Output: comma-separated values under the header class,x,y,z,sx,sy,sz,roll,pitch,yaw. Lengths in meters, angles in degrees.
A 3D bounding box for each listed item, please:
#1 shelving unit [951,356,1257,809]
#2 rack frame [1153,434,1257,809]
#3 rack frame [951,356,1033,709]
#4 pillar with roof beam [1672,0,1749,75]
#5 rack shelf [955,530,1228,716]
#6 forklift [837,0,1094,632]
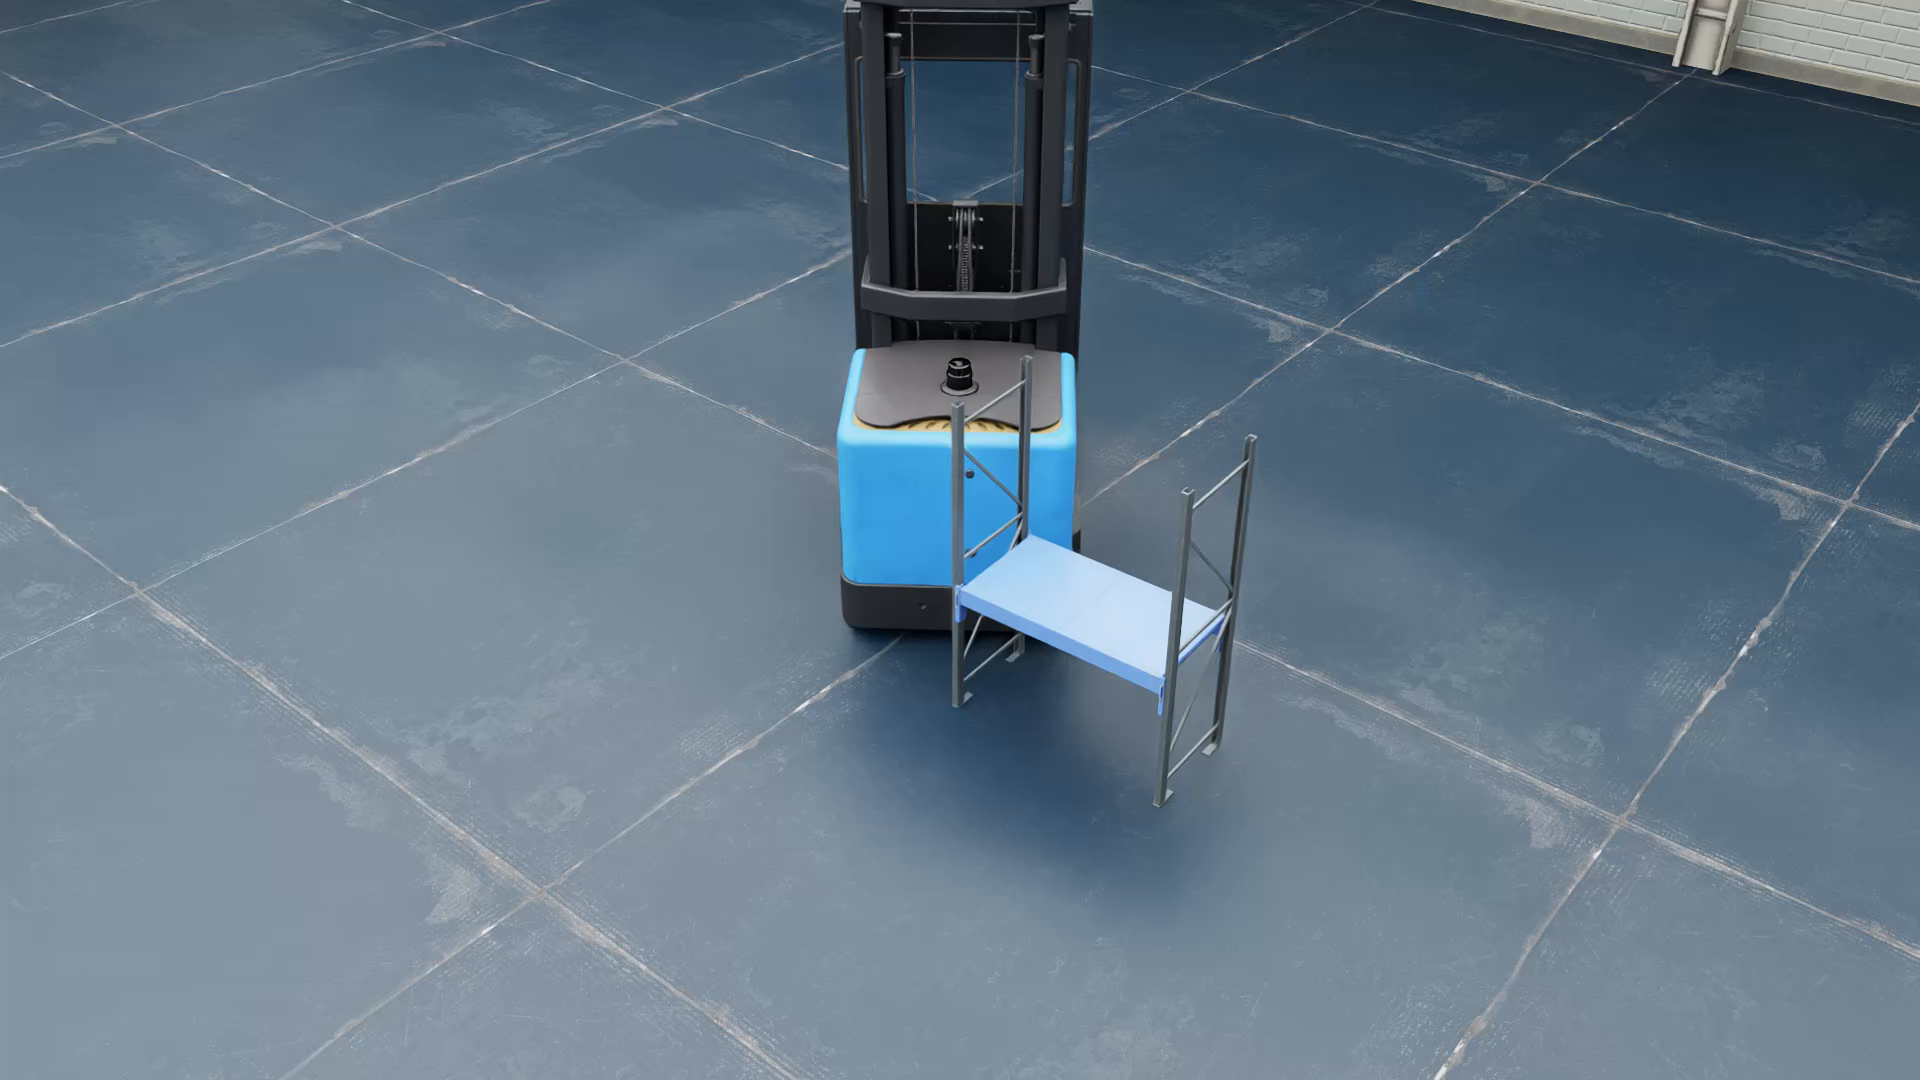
class,x,y,z,sx,sy,sz,roll,pitch,yaw
shelving unit,0.534,0.169,6.680,1.048,1.500,0.538,23,41,30
rack frame,0.940,0.342,6.427,0.032,1.500,0.500,23,41,30
rack frame,0.129,-0.005,6.933,0.032,1.500,0.500,23,41,30
pillar with roof beam,3.538,-5.862,8.836,0.400,9.000,9.100,25,42,32
rack shelf,0.534,0.317,6.782,1.000,0.185,0.538,23,41,30
forklift,0.047,-1.596,7.985,1.130,2.935,3.031,1,35,2
